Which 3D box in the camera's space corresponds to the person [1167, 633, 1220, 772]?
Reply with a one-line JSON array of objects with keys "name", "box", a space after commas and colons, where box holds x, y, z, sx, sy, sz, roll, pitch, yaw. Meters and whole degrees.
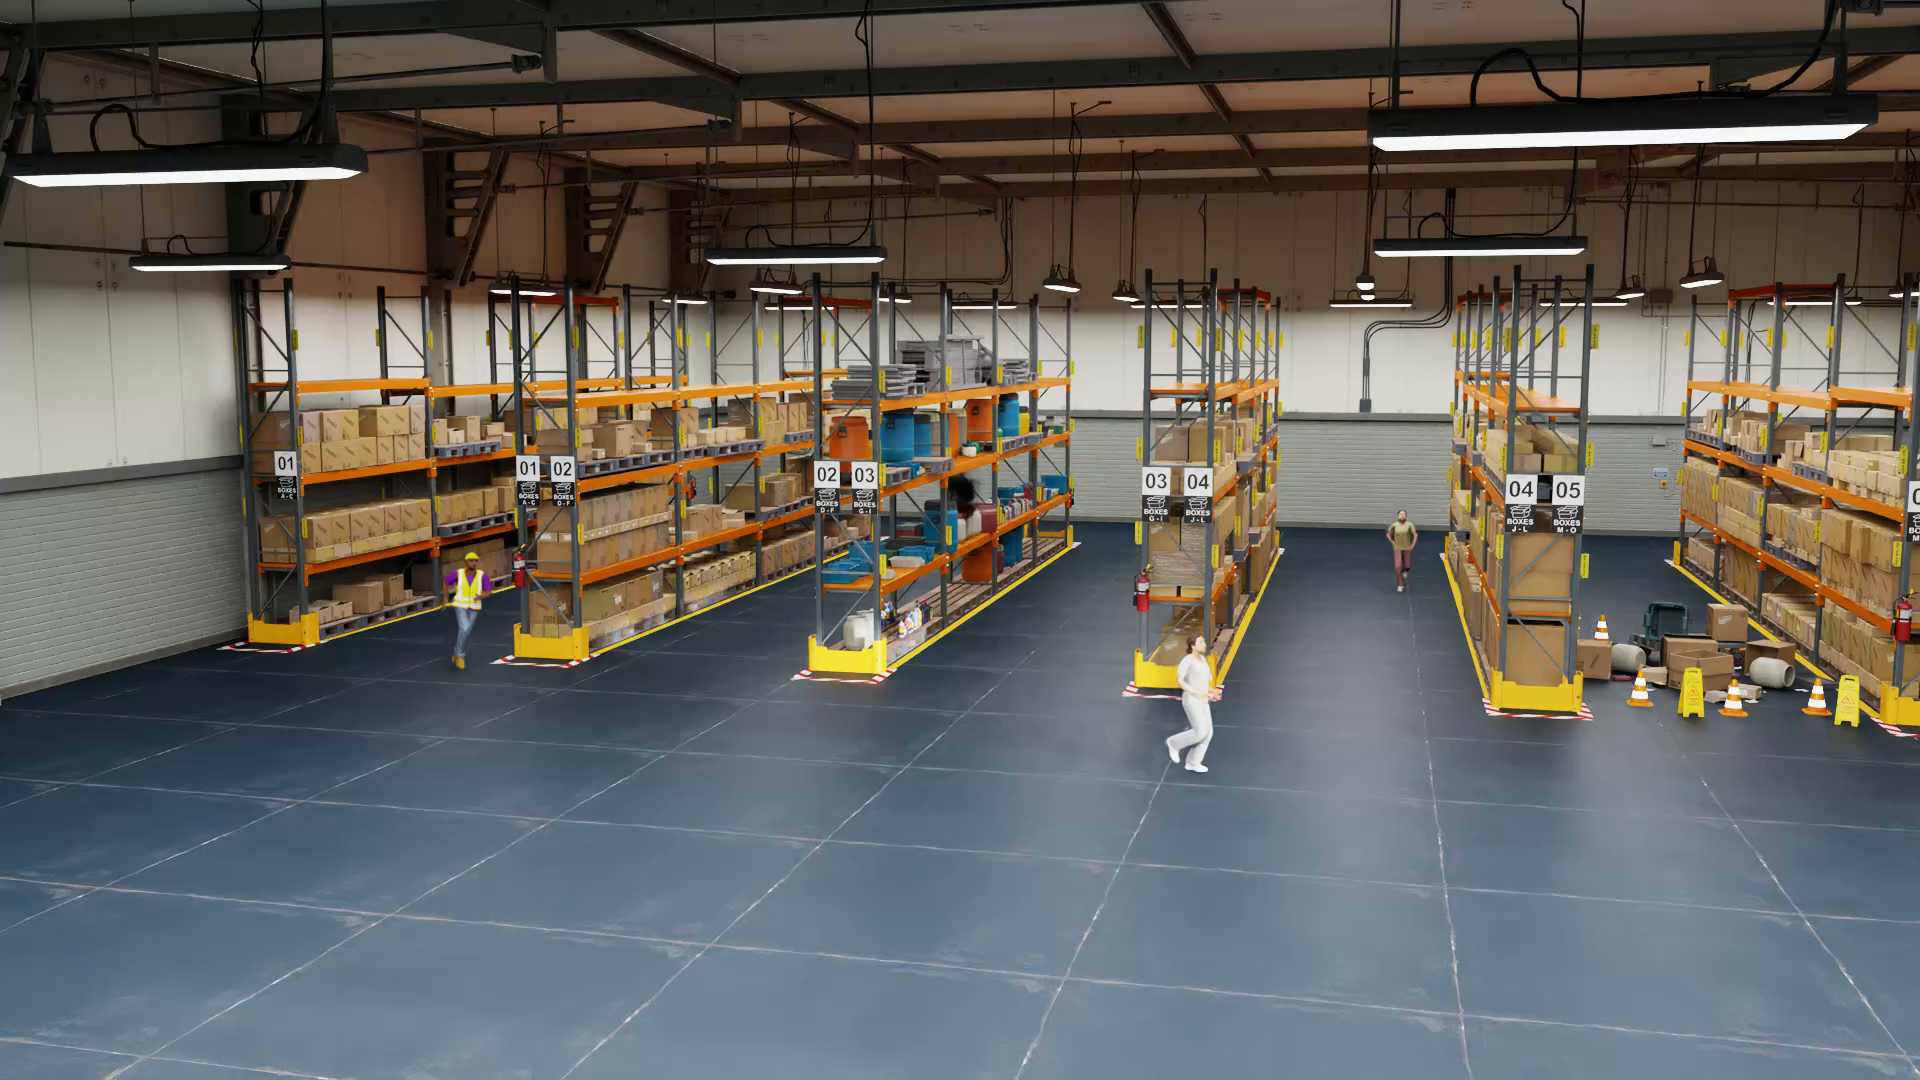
[{"name": "person", "box": [2.712, 1.879, 19.379, 0.550, 1.624, 0.549, 5, 9, 38]}]

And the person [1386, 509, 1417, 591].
[{"name": "person", "box": [8.902, 0.193, 33.527, 0.607, 1.629, 0.558, 1, 7, 11]}]

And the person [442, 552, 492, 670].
[{"name": "person", "box": [-7.573, 1.063, 25.621, 0.712, 1.745, 0.724, -4, 8, -30]}]
